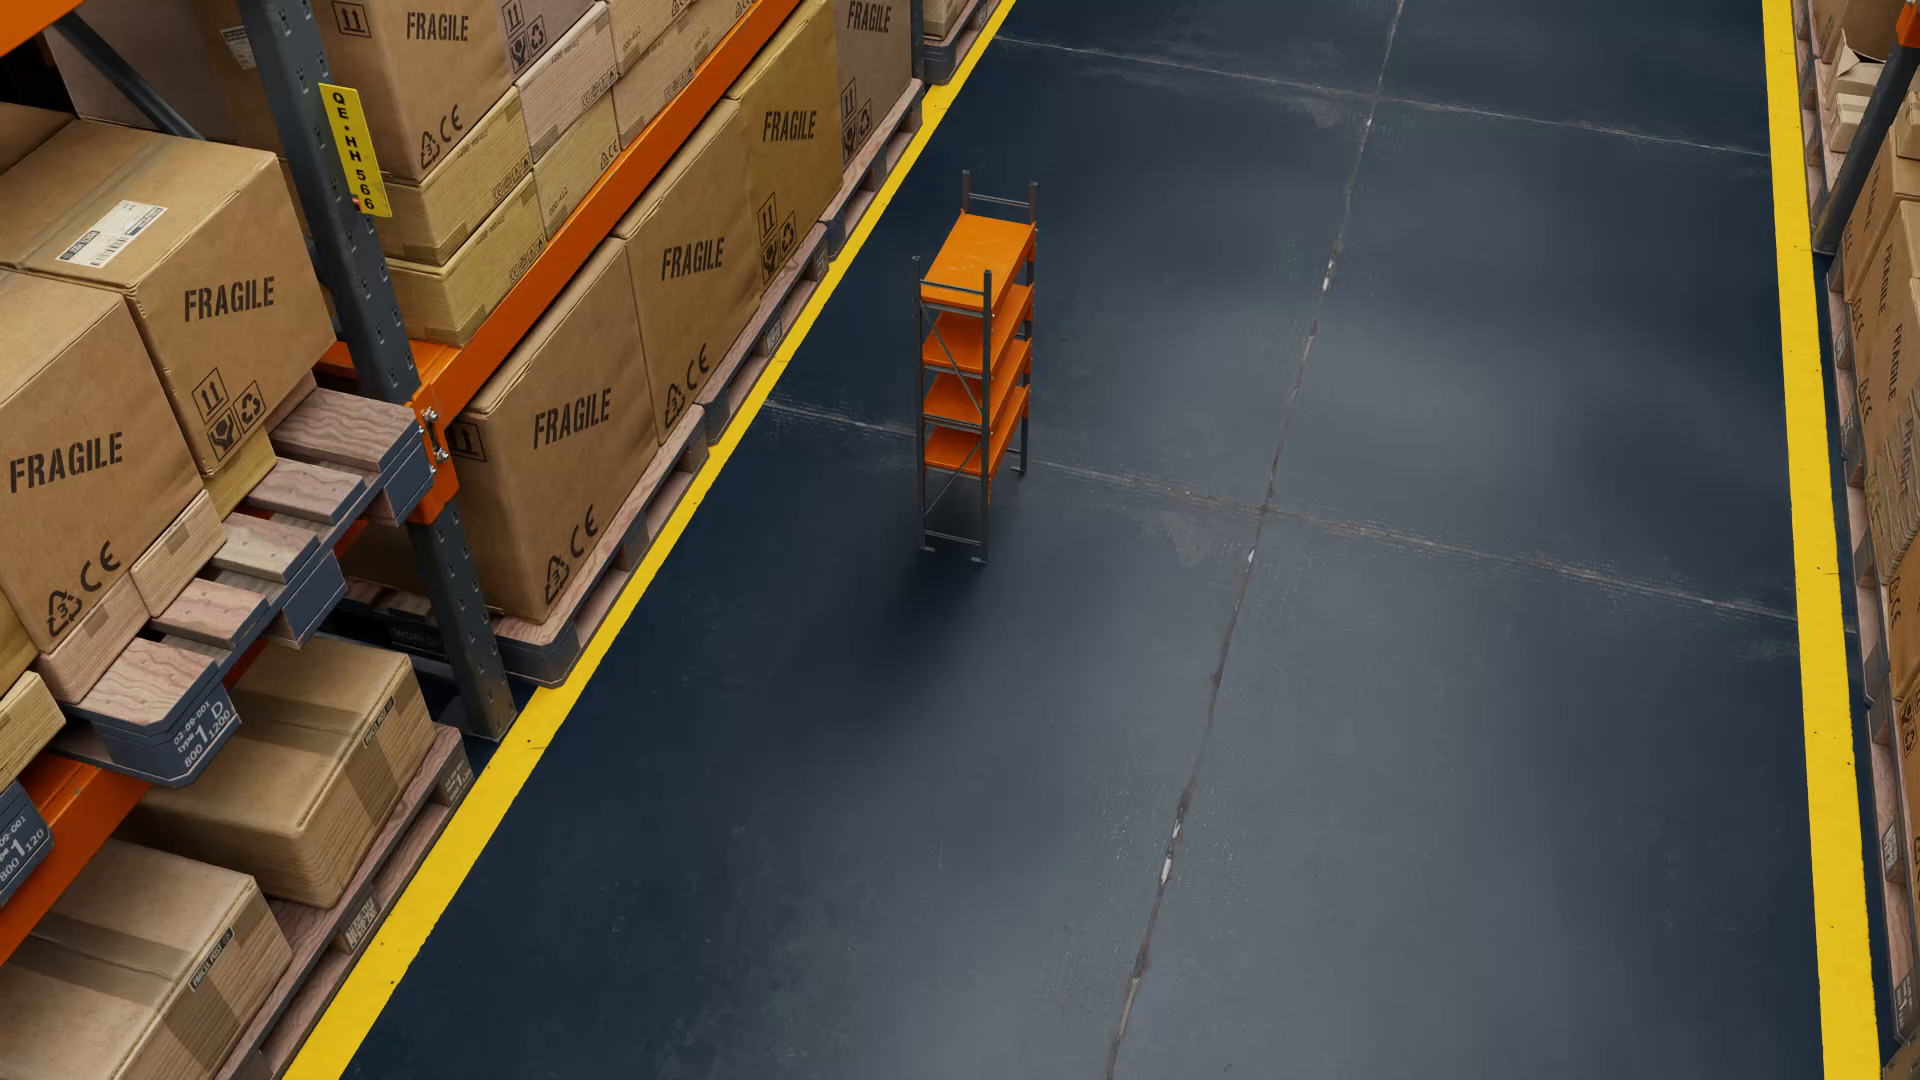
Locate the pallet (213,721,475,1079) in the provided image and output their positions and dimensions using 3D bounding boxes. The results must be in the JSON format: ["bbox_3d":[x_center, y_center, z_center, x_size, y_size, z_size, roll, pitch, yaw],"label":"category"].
[{"bbox_3d":[-2.111,0.927,4.652,1.003,0.211,1.213,13,46,13],"label":"pallet"}]

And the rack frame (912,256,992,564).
[{"bbox_3d":[-0.024,-0.377,5.277,0.240,1.200,0.015,13,46,13],"label":"rack frame"}]

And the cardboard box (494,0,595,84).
[{"bbox_3d":[-1.350,-1.593,4.447,0.500,0.500,0.500,13,46,13],"label":"cardboard box"}]

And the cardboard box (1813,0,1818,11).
[{"bbox_3d":[4.454,-2.850,8.005,0.500,0.500,0.500,13,46,13],"label":"cardboard box"}]

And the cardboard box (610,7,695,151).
[{"bbox_3d":[-1.182,-1.504,5.250,0.500,0.250,0.500,14,46,14],"label":"cardboard box"}]

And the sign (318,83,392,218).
[{"bbox_3d":[-1.353,-0.867,3.720,0.100,0.325,0.005,13,46,13],"label":"sign"}]

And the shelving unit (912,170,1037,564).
[{"bbox_3d":[0.050,-0.539,5.443,0.258,1.200,0.503,13,46,13],"label":"shelving unit"}]

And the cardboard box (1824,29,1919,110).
[{"bbox_3d":[4.067,-2.052,7.357,0.396,0.266,0.258,14,46,14],"label":"cardboard box"}]

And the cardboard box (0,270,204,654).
[{"bbox_3d":[-1.892,-0.174,3.198,0.500,0.500,0.500,12,46,12],"label":"cardboard box"}]

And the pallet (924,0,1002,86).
[{"bbox_3d":[-0.357,-2.750,8.410,1.003,0.211,1.213,13,46,13],"label":"pallet"}]

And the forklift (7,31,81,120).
[{"bbox_3d":[-3.402,-1.455,5.141,3.031,2.935,1.130,-31,52,-28],"label":"forklift"}]

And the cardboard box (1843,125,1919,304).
[{"bbox_3d":[3.709,-1.190,6.308,0.500,0.500,0.500,14,46,14],"label":"cardboard box"}]

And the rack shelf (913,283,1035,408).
[{"bbox_3d":[0.050,-0.651,5.334,0.258,0.148,0.480,13,46,13],"label":"rack shelf"}]

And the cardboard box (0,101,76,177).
[{"bbox_3d":[-2.230,-0.632,3.666,0.500,0.500,0.500,11,46,11],"label":"cardboard box"}]

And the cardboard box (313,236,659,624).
[{"bbox_3d":[-1.585,-0.424,5.257,0.875,0.875,0.875,12,46,12],"label":"cardboard box"}]

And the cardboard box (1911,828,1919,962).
[{"bbox_3d":[2.782,0.874,4.199,0.500,0.500,0.500,14,46,14],"label":"cardboard box"}]

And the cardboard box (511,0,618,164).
[{"bbox_3d":[-1.327,-1.345,4.730,0.500,0.250,0.500,14,46,13],"label":"cardboard box"}]

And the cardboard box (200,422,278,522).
[{"bbox_3d":[-1.761,-0.188,3.677,0.380,0.149,0.250,13,46,13],"label":"cardboard box"}]

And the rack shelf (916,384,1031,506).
[{"bbox_3d":[0.050,-0.349,5.629,0.258,0.148,0.480,13,46,13],"label":"rack shelf"}]

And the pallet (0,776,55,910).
[{"bbox_3d":[-2.434,0.806,2.918,1.003,0.211,1.213,13,46,13],"label":"pallet"}]

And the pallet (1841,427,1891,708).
[{"bbox_3d":[3.492,0.155,5.441,1.003,0.211,1.213,13,46,13],"label":"pallet"}]

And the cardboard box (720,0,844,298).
[{"bbox_3d":[-1.040,-1.613,6.473,0.875,0.875,0.875,14,46,14],"label":"cardboard box"}]

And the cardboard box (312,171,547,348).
[{"bbox_3d":[-1.485,-0.810,4.540,0.500,0.250,0.500,12,46,12],"label":"cardboard box"}]

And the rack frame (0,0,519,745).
[{"bbox_3d":[-1.873,-0.590,4.209,1.000,3.000,0.127,13,46,13],"label":"rack frame"}]

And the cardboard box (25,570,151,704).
[{"bbox_3d":[-1.878,0.155,3.326,0.380,0.149,0.250,11,45,11],"label":"cardboard box"}]

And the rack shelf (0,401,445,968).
[{"bbox_3d":[-2.479,1.000,3.098,1.077,0.370,4.000,13,46,13],"label":"rack shelf"}]

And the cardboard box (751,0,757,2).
[{"bbox_3d":[-0.884,-2.179,5.939,0.500,0.250,0.500,11,46,11],"label":"cardboard box"}]

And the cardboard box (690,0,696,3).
[{"bbox_3d":[-0.998,-2.010,5.409,0.500,0.250,0.500,13,46,13],"label":"cardboard box"}]

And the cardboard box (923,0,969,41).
[{"bbox_3d":[-0.370,-2.887,8.087,0.875,0.438,0.875,12,46,12],"label":"cardboard box"}]

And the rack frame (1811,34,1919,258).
[{"bbox_3d":[4.070,-2.208,5.861,1.000,3.000,0.127,13,46,13],"label":"rack frame"}]

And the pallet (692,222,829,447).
[{"bbox_3d":[-1.192,-0.914,6.533,1.003,0.211,1.213,13,46,13],"label":"pallet"}]

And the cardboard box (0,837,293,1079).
[{"bbox_3d":[-2.270,1.067,4.094,0.950,0.372,0.625,12,46,12],"label":"cardboard box"}]

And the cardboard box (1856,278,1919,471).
[{"bbox_3d":[3.402,-0.501,5.604,0.500,0.500,0.500,11,45,11],"label":"cardboard box"}]

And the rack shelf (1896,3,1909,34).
[{"bbox_3d":[4.675,-3.284,7.475,1.077,0.370,4.000,13,46,13],"label":"rack shelf"}]

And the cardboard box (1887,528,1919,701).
[{"bbox_3d":[3.099,0.194,4.894,0.500,0.500,0.500,14,46,14],"label":"cardboard box"}]

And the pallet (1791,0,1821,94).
[{"bbox_3d":[4.646,-2.484,8.138,1.003,0.211,1.213,13,46,13],"label":"pallet"}]

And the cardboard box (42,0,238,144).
[{"bbox_3d":[-1.966,-1.383,4.233,0.500,0.500,0.500,11,46,11],"label":"cardboard box"}]
